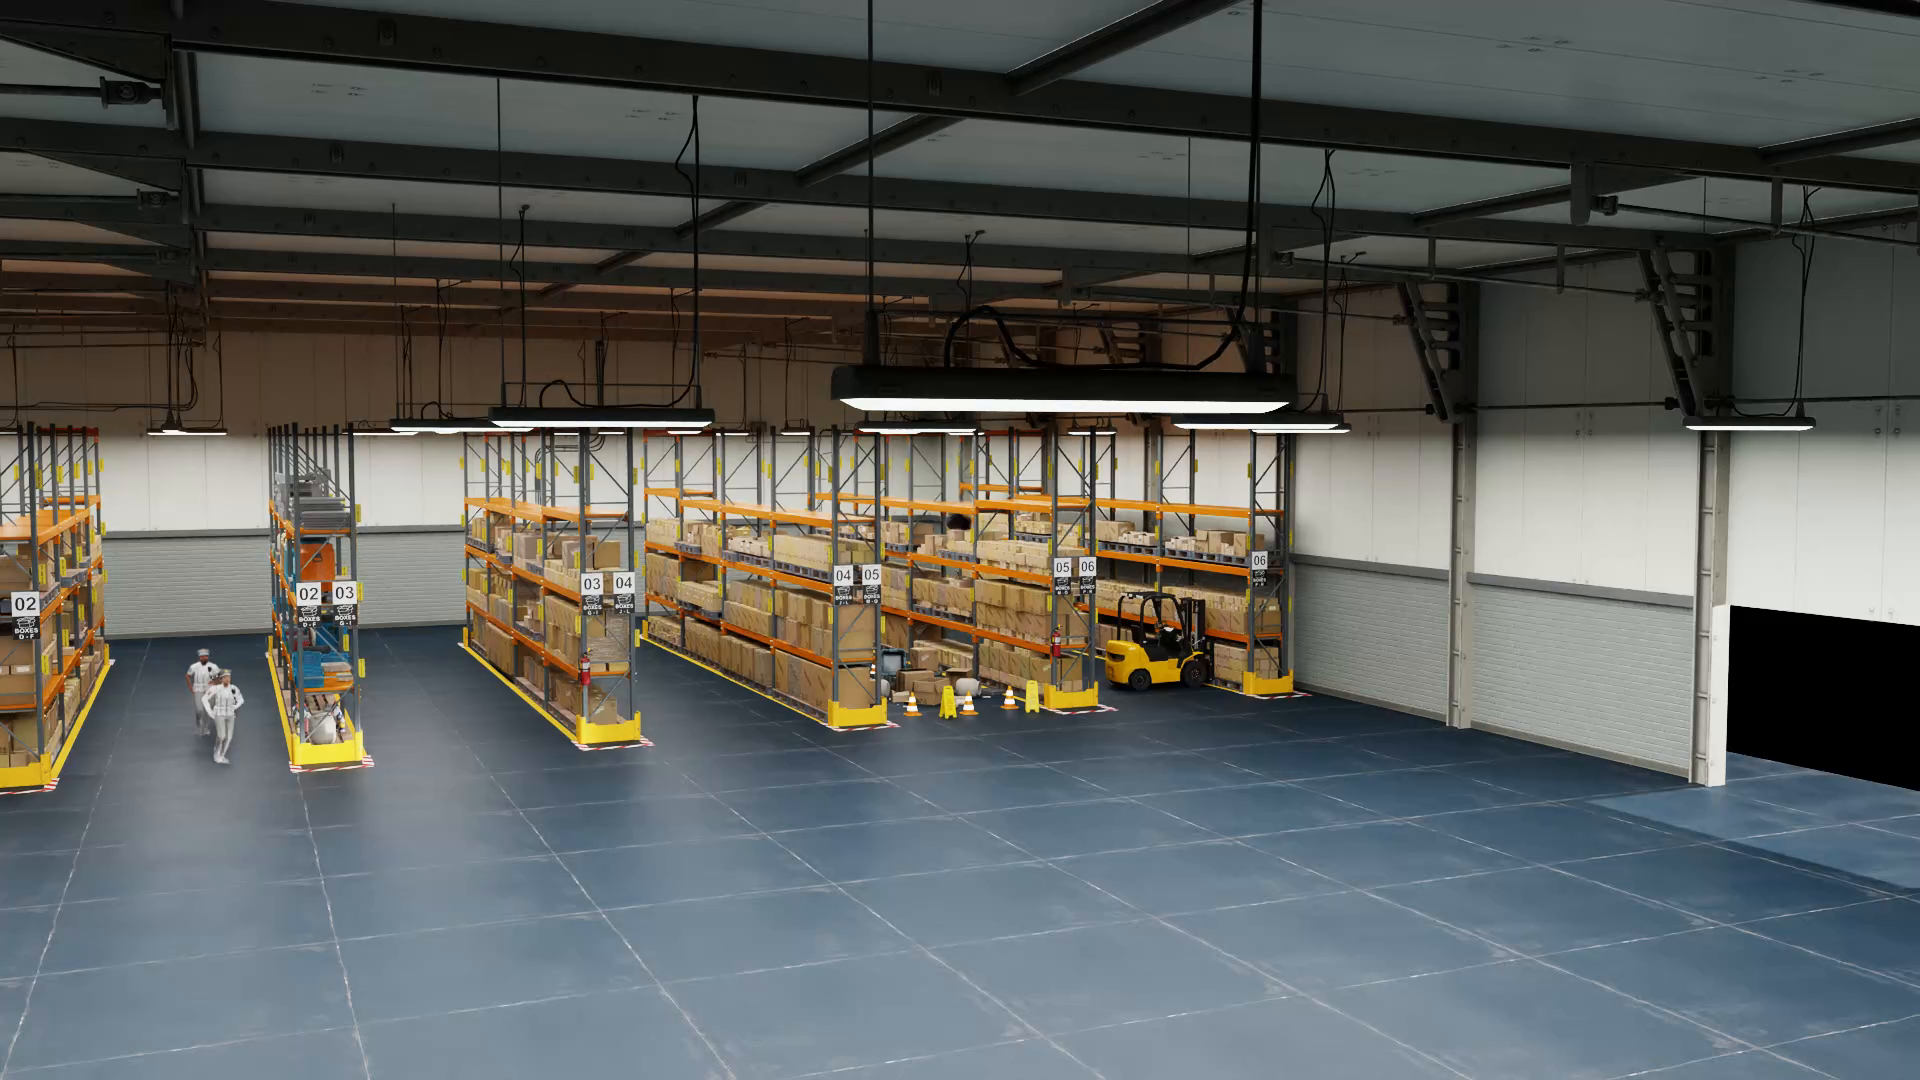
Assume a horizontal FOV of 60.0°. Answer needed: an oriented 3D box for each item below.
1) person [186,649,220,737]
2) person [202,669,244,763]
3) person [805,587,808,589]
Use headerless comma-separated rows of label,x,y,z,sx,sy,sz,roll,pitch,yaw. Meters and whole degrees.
person,-14.505,2.929,31.934,0.634,1.696,0.587,-2,4,-25
person,-12.918,3.095,29.228,0.670,1.656,0.534,-3,5,-39
person,-4.634,1.797,51.207,0.784,1.675,0.697,0,3,-2
